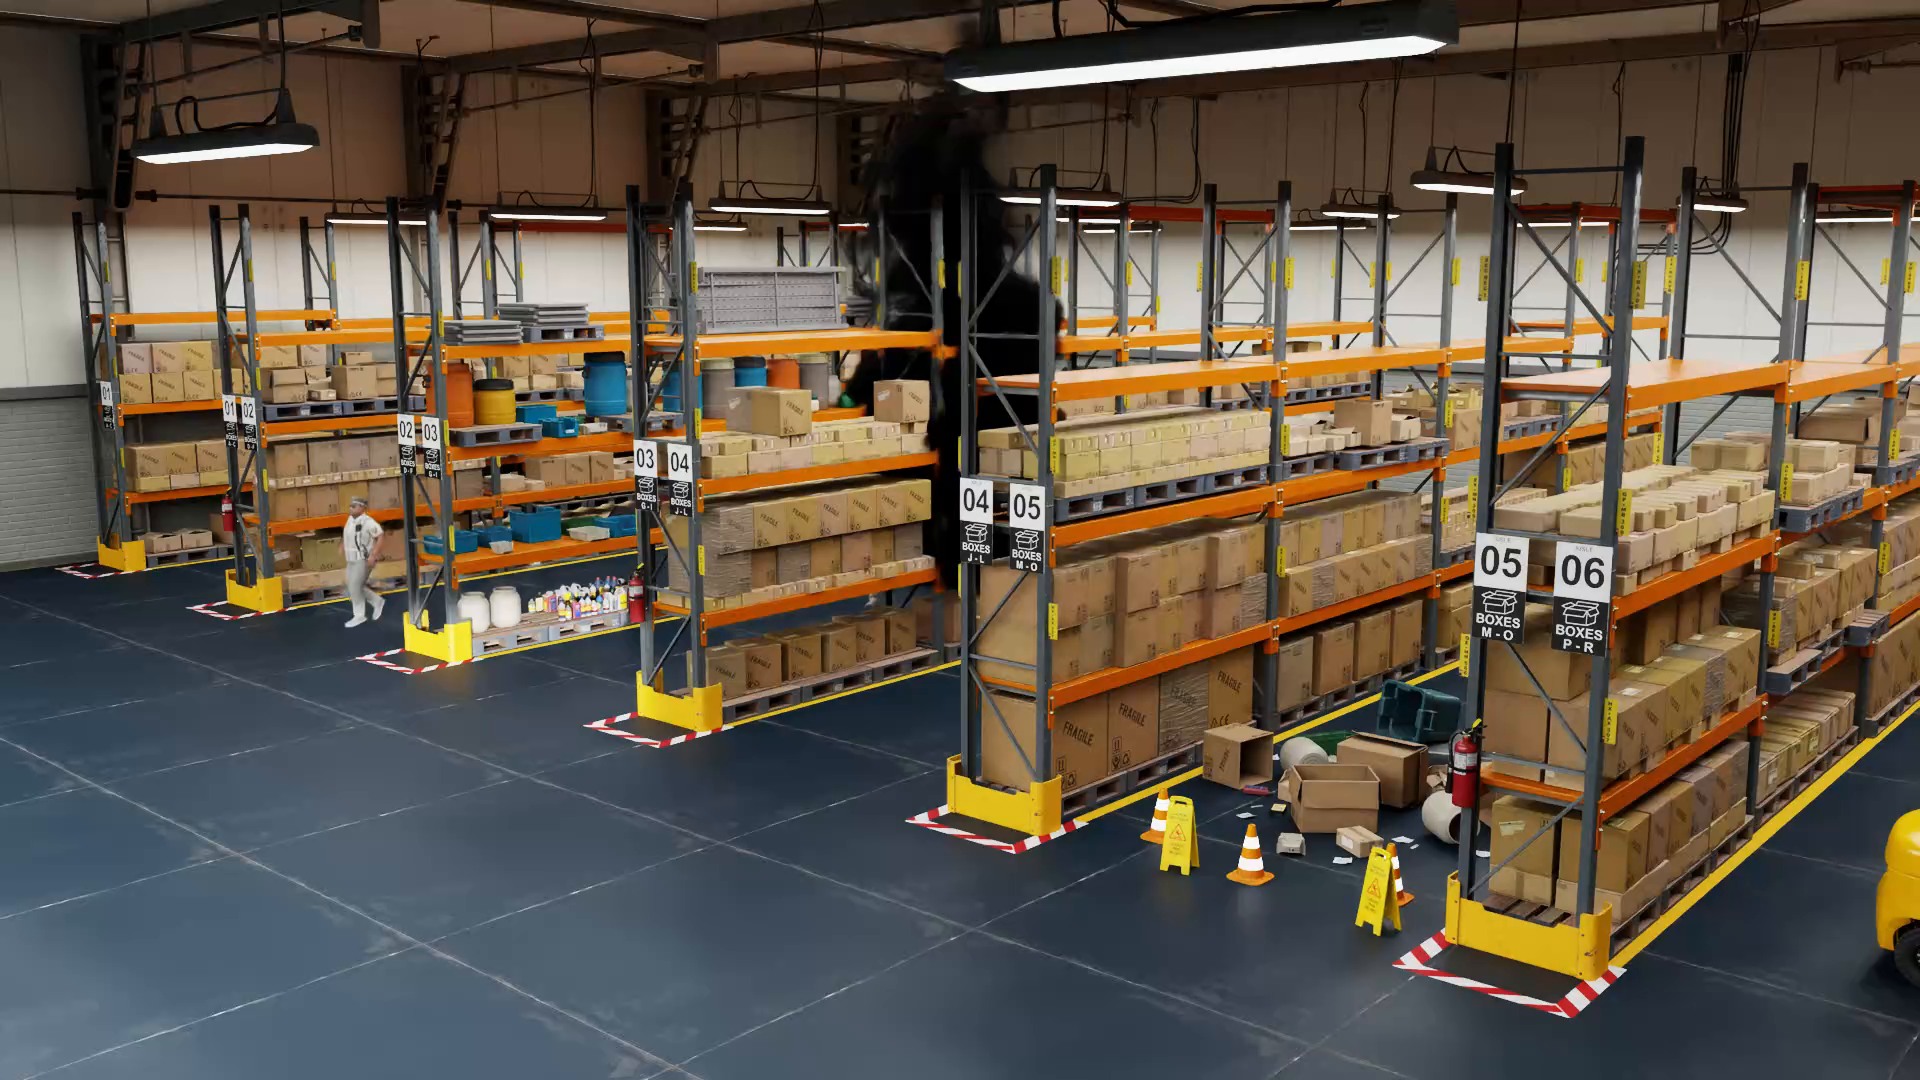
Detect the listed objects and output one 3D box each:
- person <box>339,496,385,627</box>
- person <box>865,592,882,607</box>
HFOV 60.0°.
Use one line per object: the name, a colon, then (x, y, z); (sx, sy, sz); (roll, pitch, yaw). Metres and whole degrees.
person: (-8.168, 0.262, 22.737); (0.703, 1.779, 0.664); (8, 12, 38)
person: (-1.243, 0.087, 23.712); (0.665, 1.750, 0.537); (7, 12, 36)
